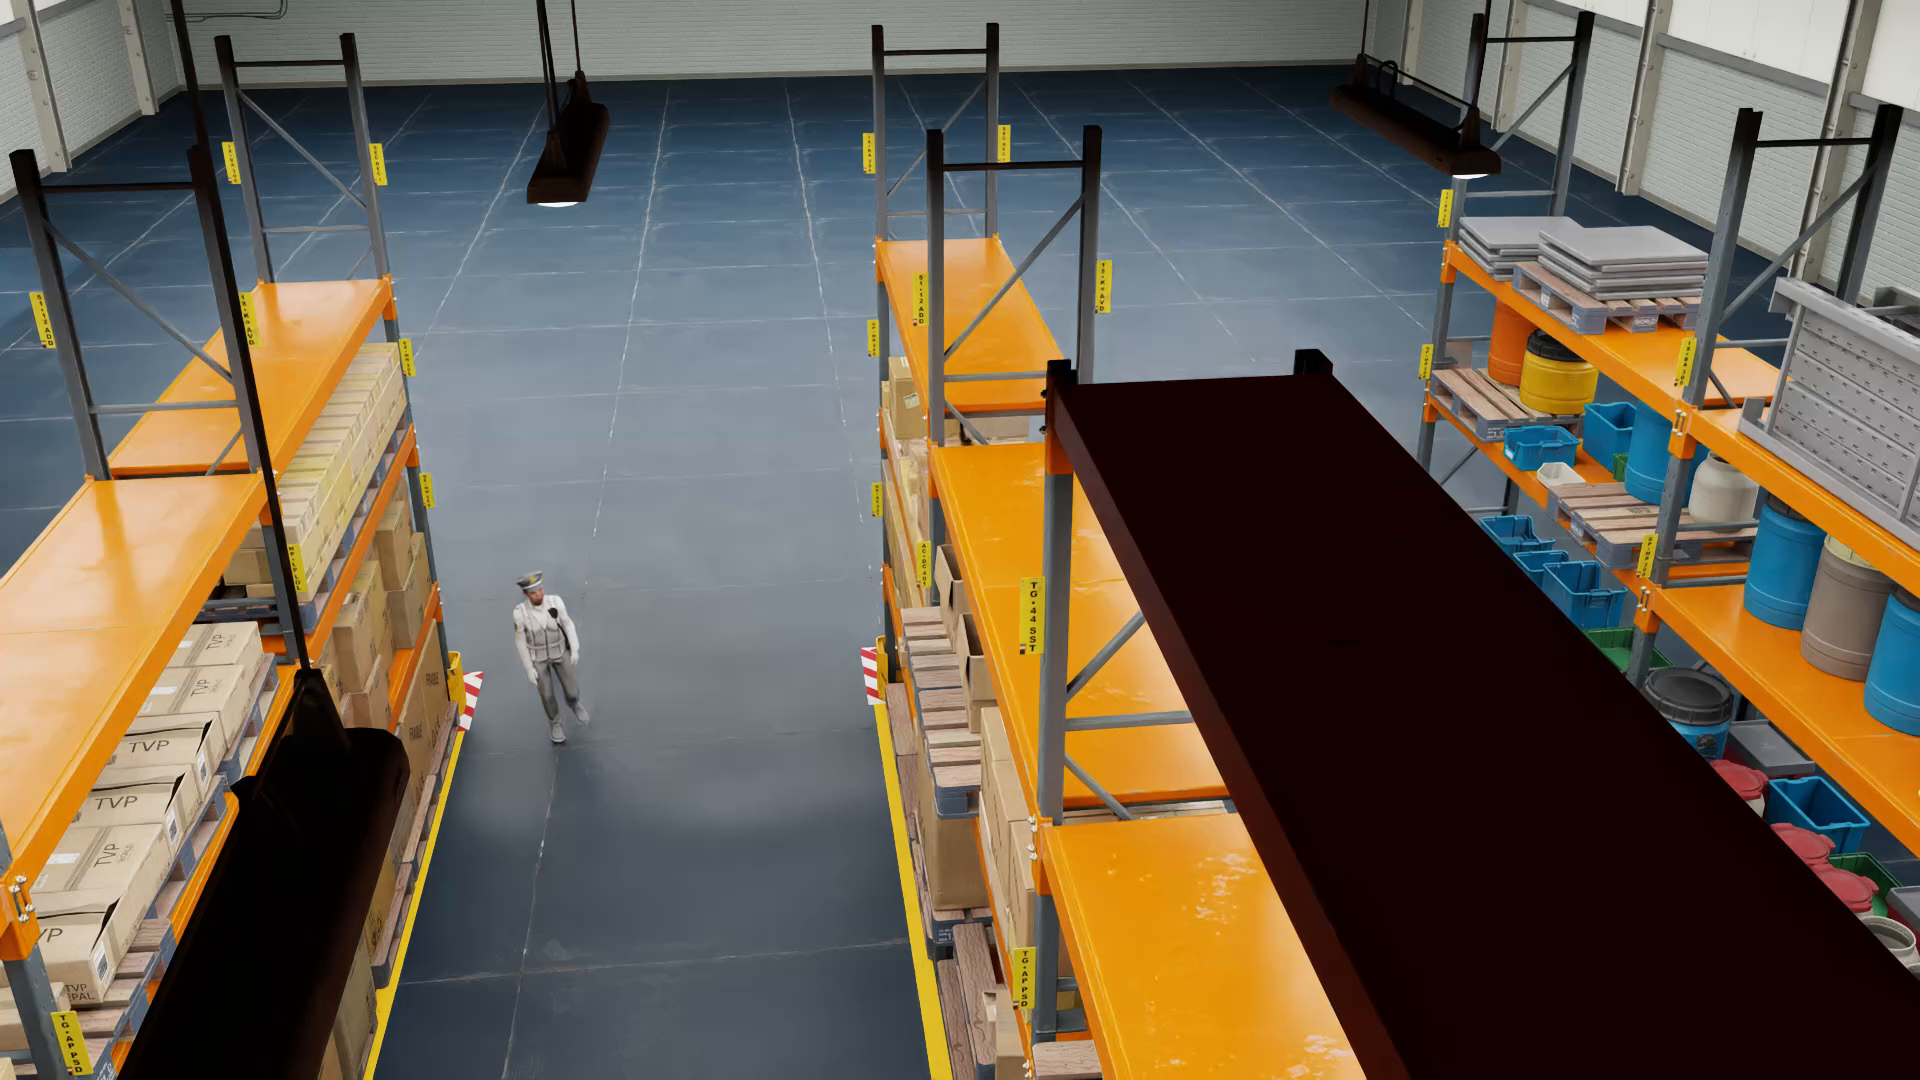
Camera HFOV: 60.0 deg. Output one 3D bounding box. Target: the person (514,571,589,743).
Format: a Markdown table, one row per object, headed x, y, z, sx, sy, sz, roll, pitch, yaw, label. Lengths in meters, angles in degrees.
| x | y | z | sx | sy | sz | roll | pitch | yaw | label |
| --- | --- | --- | --- | --- | --- | --- | --- | --- | --- |
| -3.570 | 0.988 | 14.478 | 0.551 | 1.670 | 0.491 | -8 | 27 | -17 | person |
